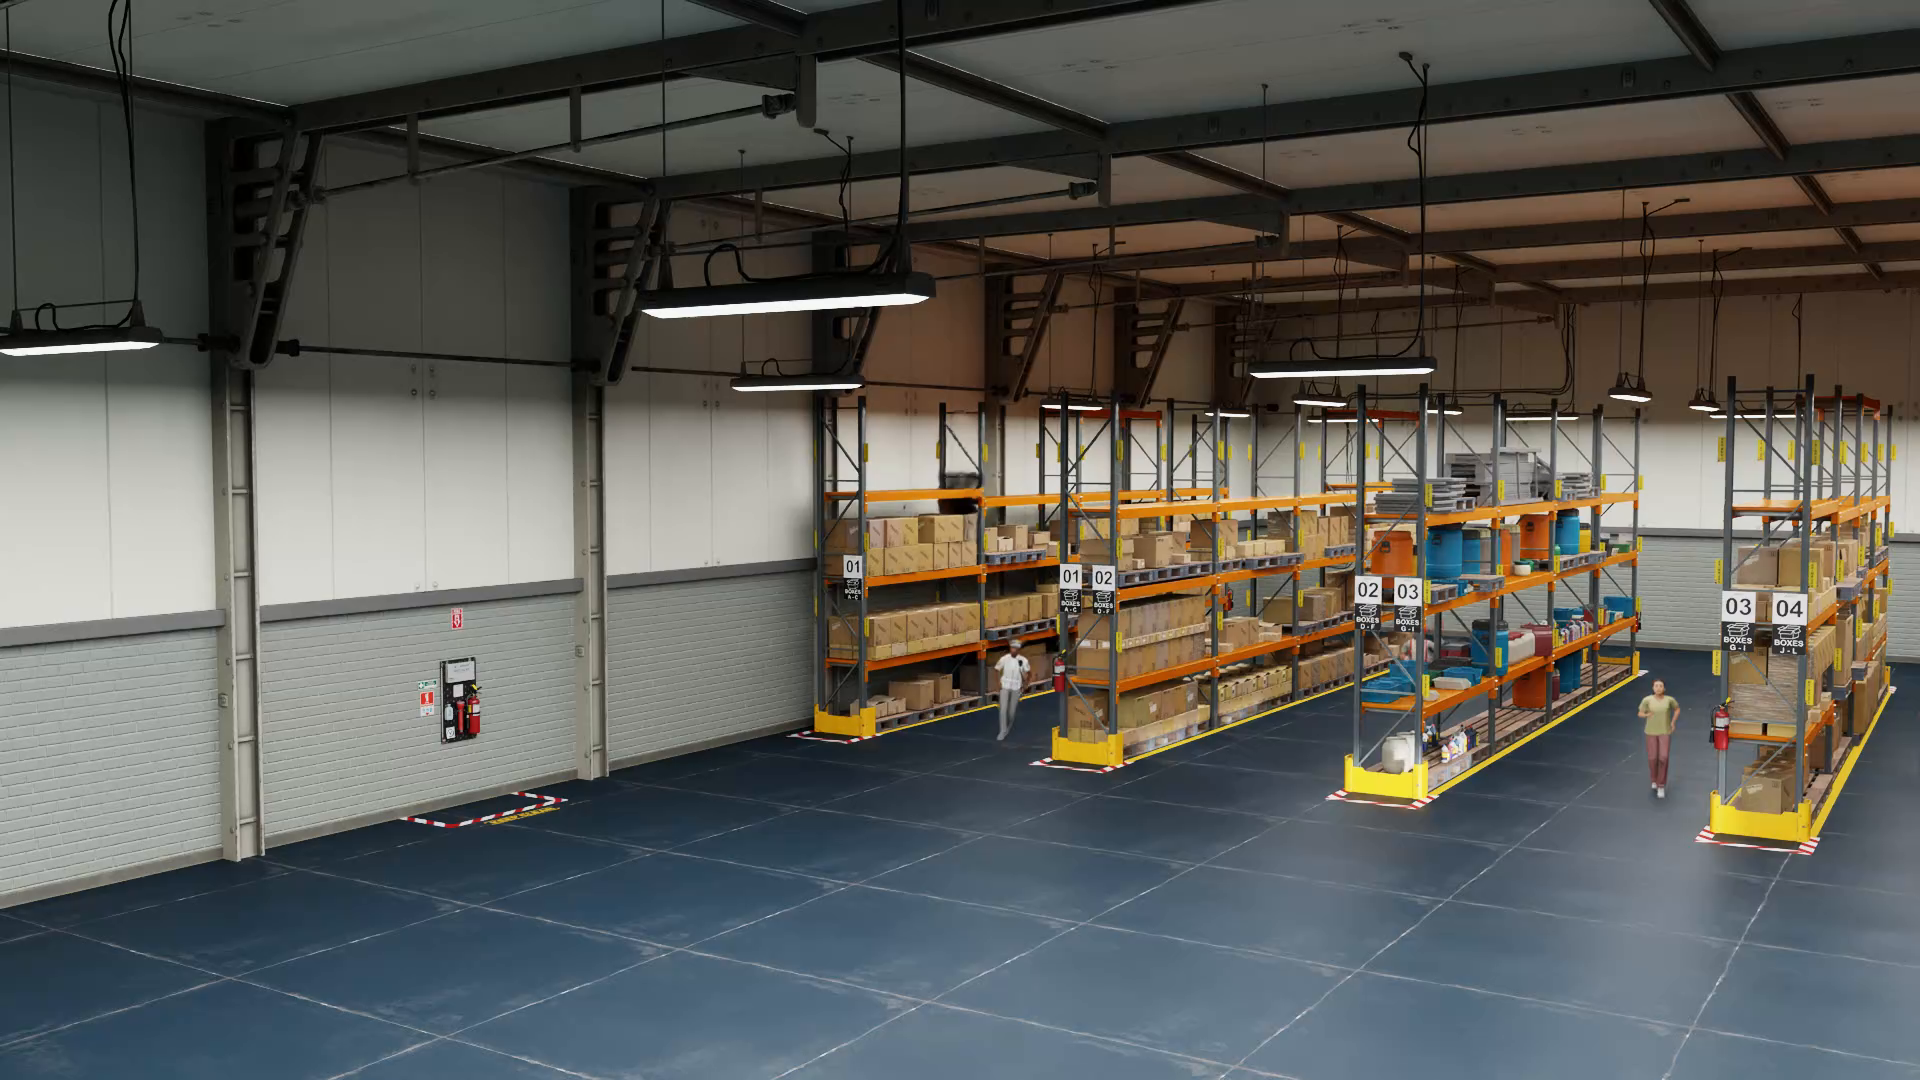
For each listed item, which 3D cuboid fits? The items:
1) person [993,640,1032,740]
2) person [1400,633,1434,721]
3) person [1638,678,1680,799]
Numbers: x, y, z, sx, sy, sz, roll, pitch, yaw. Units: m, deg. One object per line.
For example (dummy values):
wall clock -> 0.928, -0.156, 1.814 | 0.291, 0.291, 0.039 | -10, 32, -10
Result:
person -> 0.866, 2.460, 27.564 | 0.651, 1.645, 0.570 | 0, 3, 1
person -> 8.493, 2.491, 30.836 | 0.664, 1.852, 0.775 | 2, 4, 32
person -> 10.226, 2.876, 24.366 | 0.562, 1.714, 0.728 | 1, 3, 26
